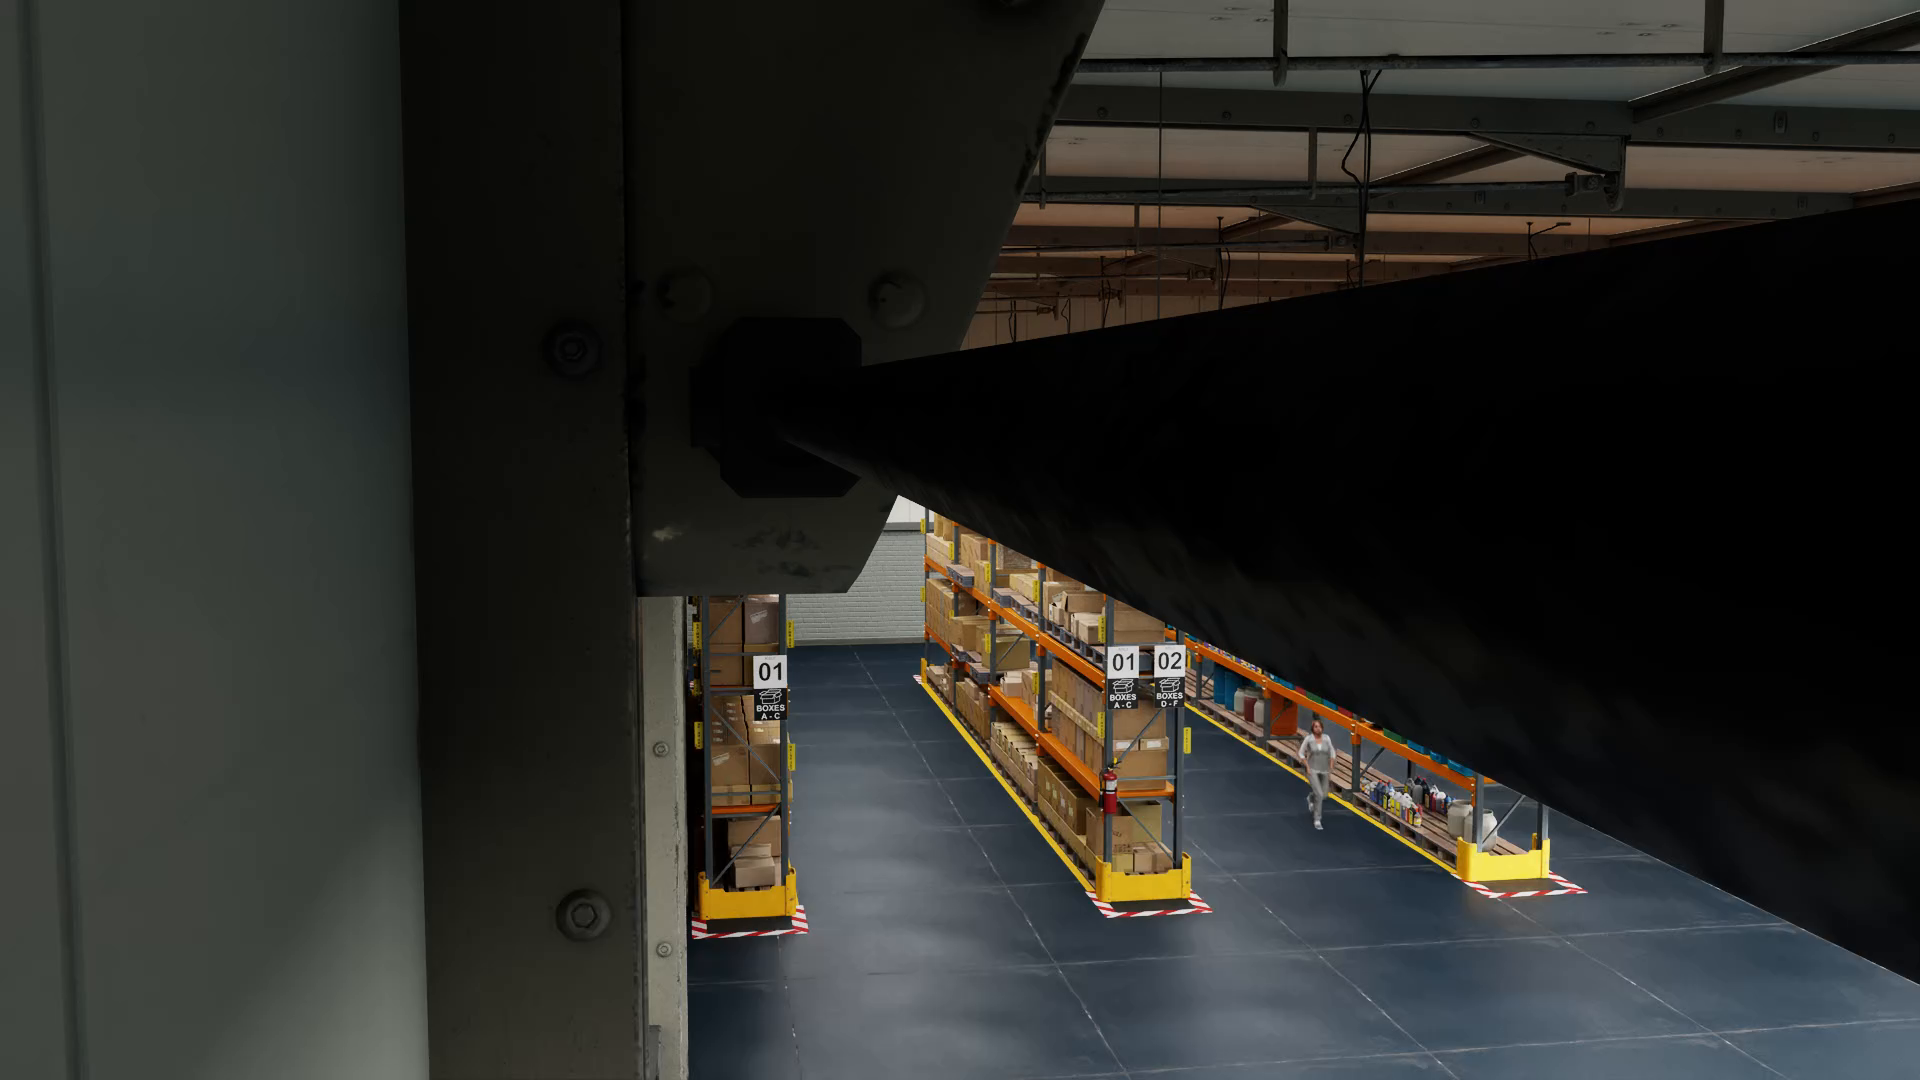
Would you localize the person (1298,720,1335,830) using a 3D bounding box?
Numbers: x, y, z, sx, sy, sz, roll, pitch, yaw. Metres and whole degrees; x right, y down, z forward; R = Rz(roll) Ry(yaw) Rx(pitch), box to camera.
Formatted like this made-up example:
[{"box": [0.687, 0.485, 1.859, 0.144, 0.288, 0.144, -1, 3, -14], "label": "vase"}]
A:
[{"box": [5.241, 3.411, 24.439, 0.539, 1.580, 0.636, 0, 5, -4], "label": "person"}]
